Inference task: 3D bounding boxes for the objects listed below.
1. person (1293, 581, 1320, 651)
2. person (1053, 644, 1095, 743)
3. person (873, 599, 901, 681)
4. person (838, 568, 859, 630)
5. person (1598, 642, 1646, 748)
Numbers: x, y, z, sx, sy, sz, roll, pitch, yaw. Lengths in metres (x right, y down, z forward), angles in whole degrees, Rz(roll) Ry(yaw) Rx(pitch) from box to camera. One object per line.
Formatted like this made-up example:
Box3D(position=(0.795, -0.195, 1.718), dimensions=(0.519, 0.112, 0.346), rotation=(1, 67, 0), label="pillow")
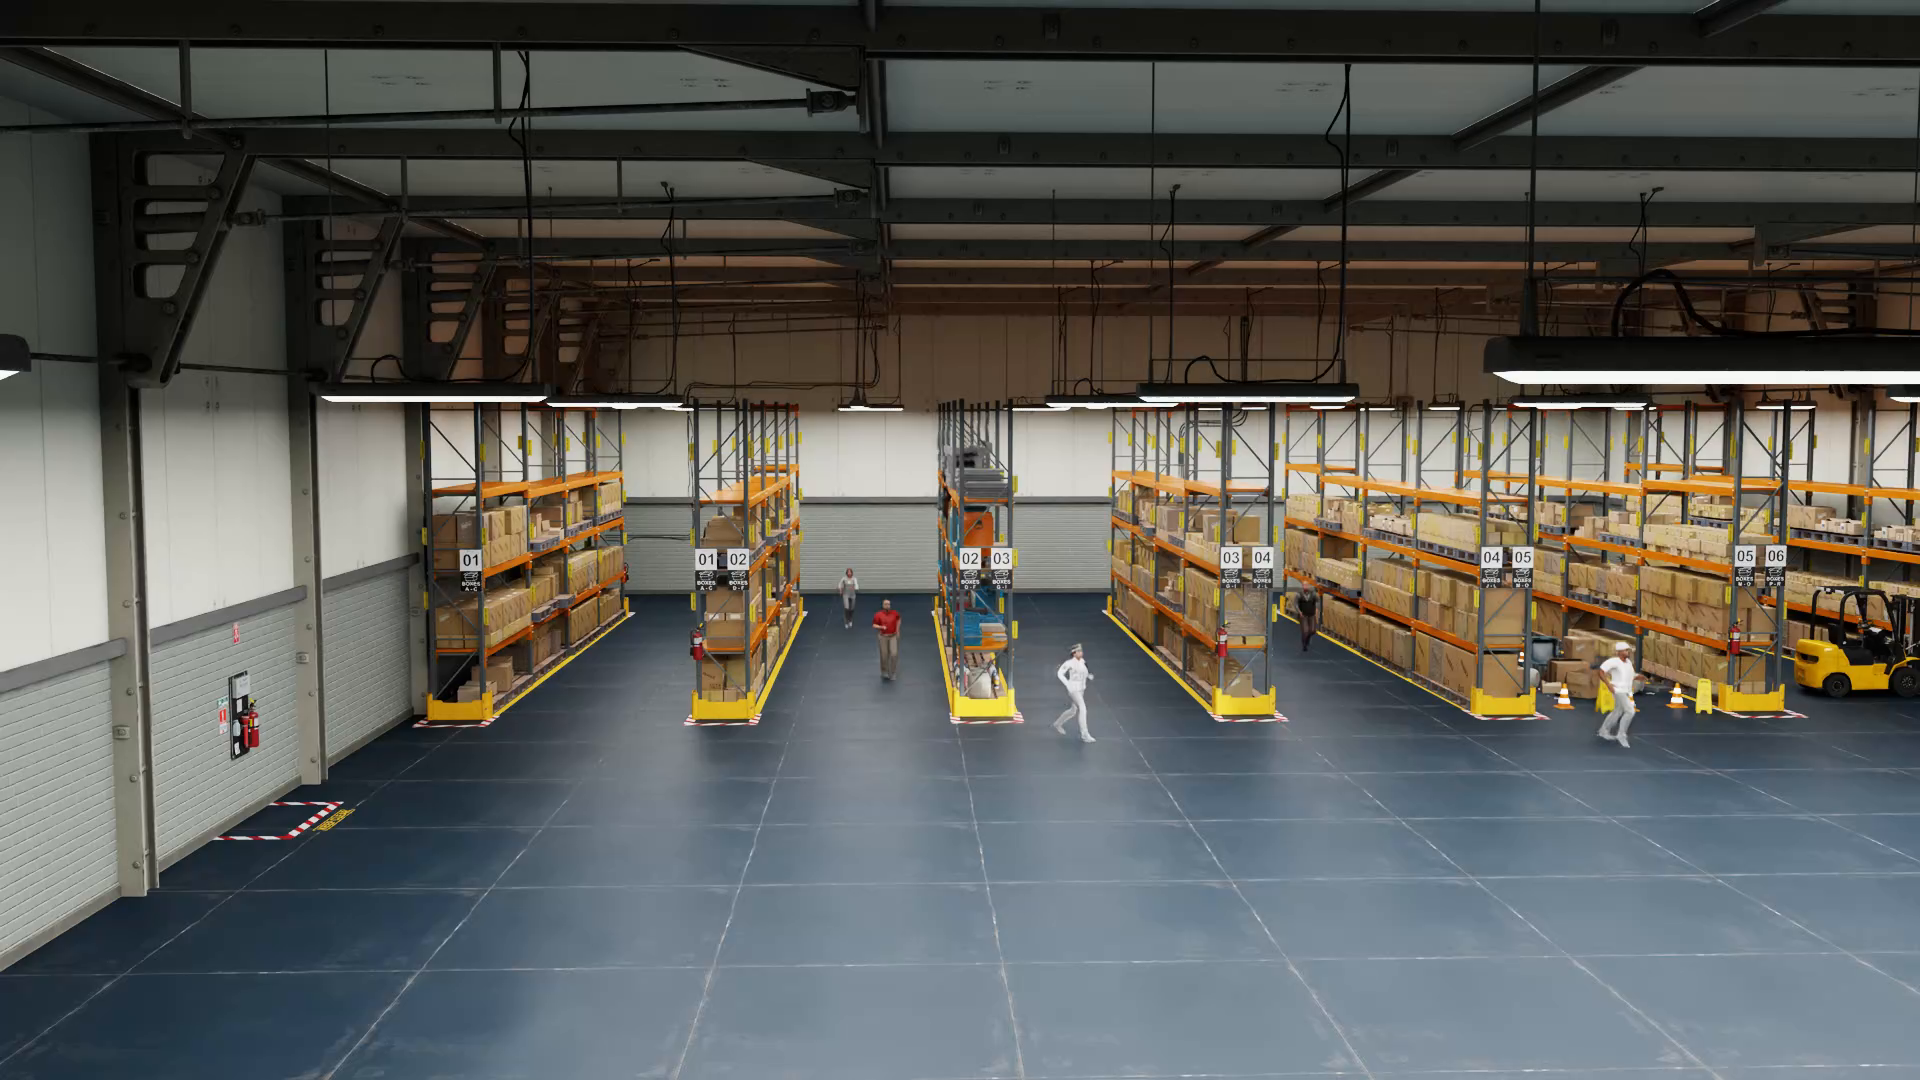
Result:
Box3D(position=(8.383, 1.838, 40.189), dimensions=(0.668, 1.686, 0.523), rotation=(0, 4, 2), label="person")
Box3D(position=(1.993, 2.662, 29.182), dimensions=(0.868, 1.721, 0.483), rotation=(3, 5, 34), label="person")
Box3D(position=(-1.559, 2.169, 35.764), dimensions=(0.638, 1.784, 0.767), rotation=(-1, 4, -10), label="person")
Box3D(position=(-2.953, 1.565, 44.253), dimensions=(0.500, 1.644, 0.711), rotation=(-1, 4, -12), label="person")
Box3D(position=(11.430, 2.668, 28.758), dimensions=(0.763, 1.823, 0.672), rotation=(4, 6, 44), label="person")
